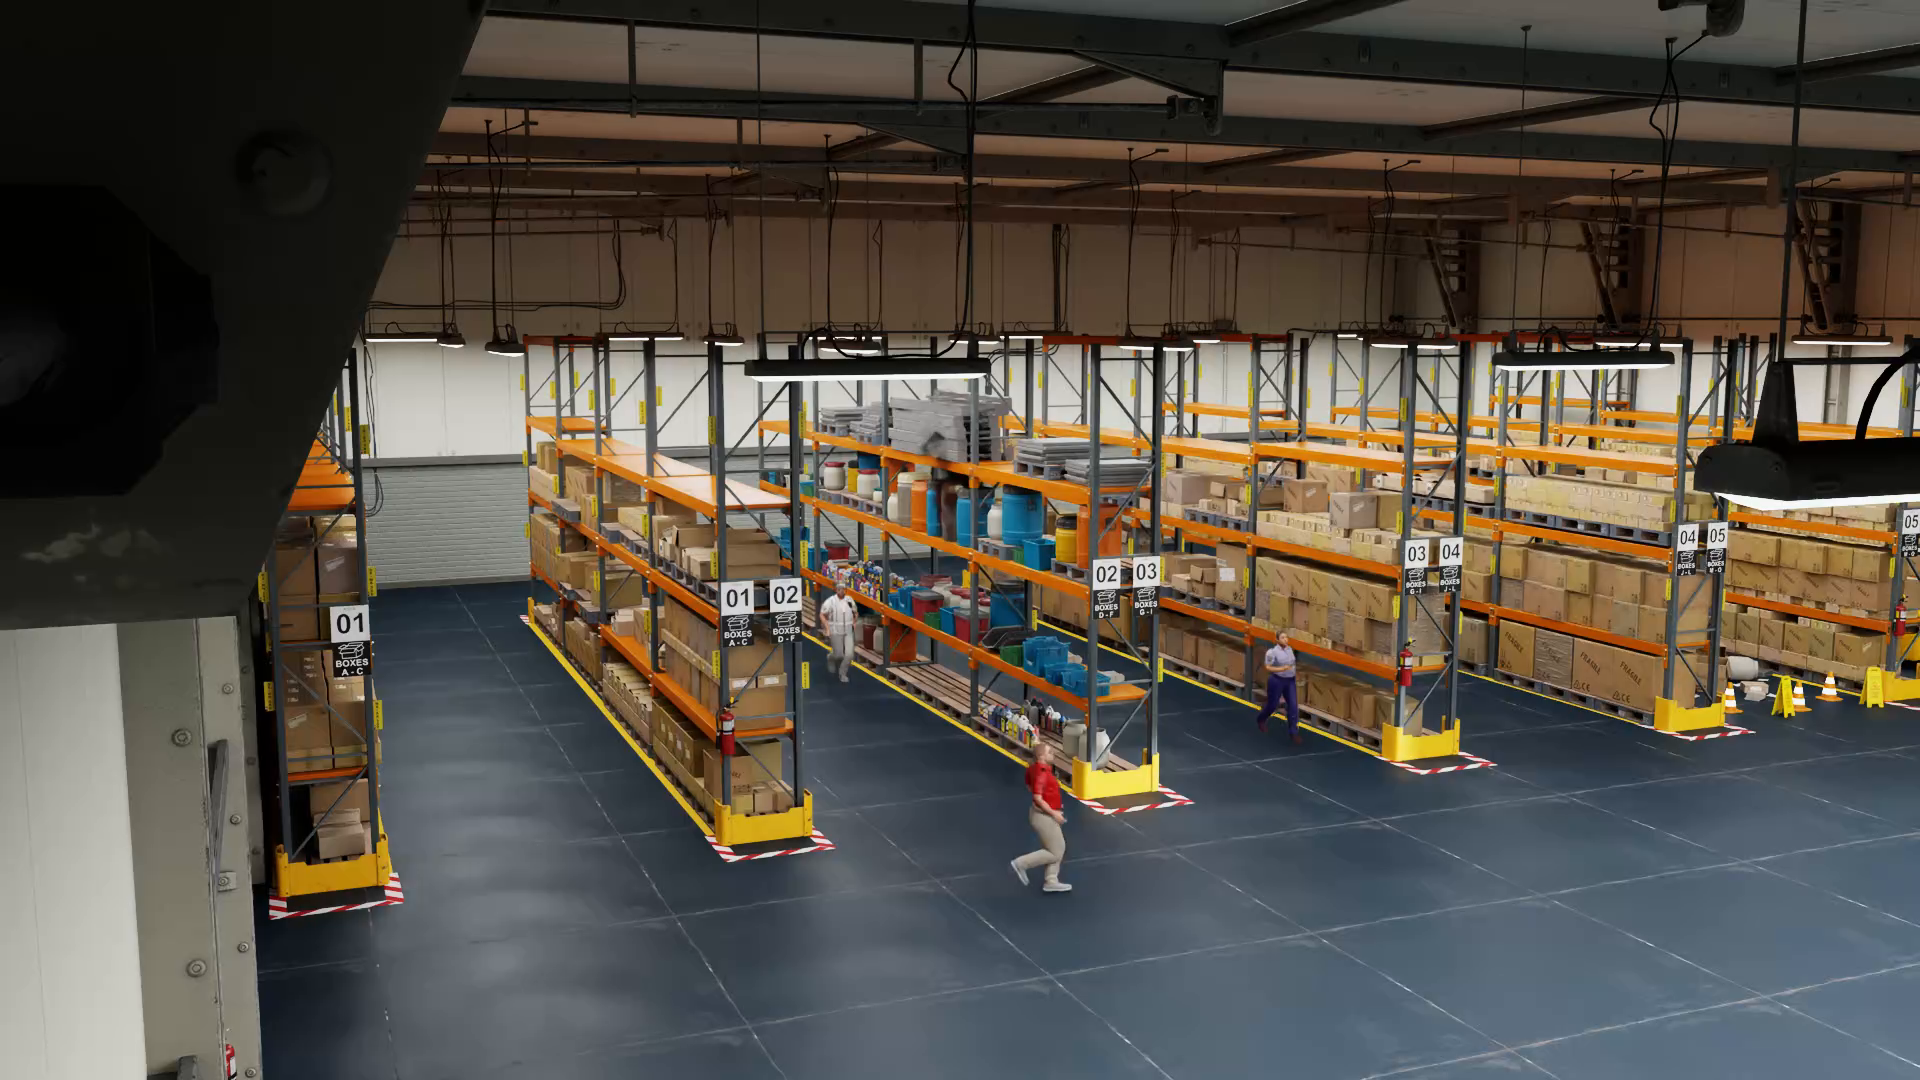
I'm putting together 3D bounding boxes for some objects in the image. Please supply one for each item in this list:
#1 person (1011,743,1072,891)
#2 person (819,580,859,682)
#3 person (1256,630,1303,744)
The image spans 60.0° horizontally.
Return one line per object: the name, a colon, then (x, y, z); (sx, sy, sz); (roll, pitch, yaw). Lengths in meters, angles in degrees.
person: (0.897, 3.066, 18.348); (0.706, 1.681, 0.680); (-1, 8, -8)
person: (-2.003, 1.504, 27.890); (0.672, 1.715, 0.598); (-3, 8, -23)
person: (4.787, 2.153, 24.770); (0.607, 1.629, 0.941); (-3, 8, -23)
